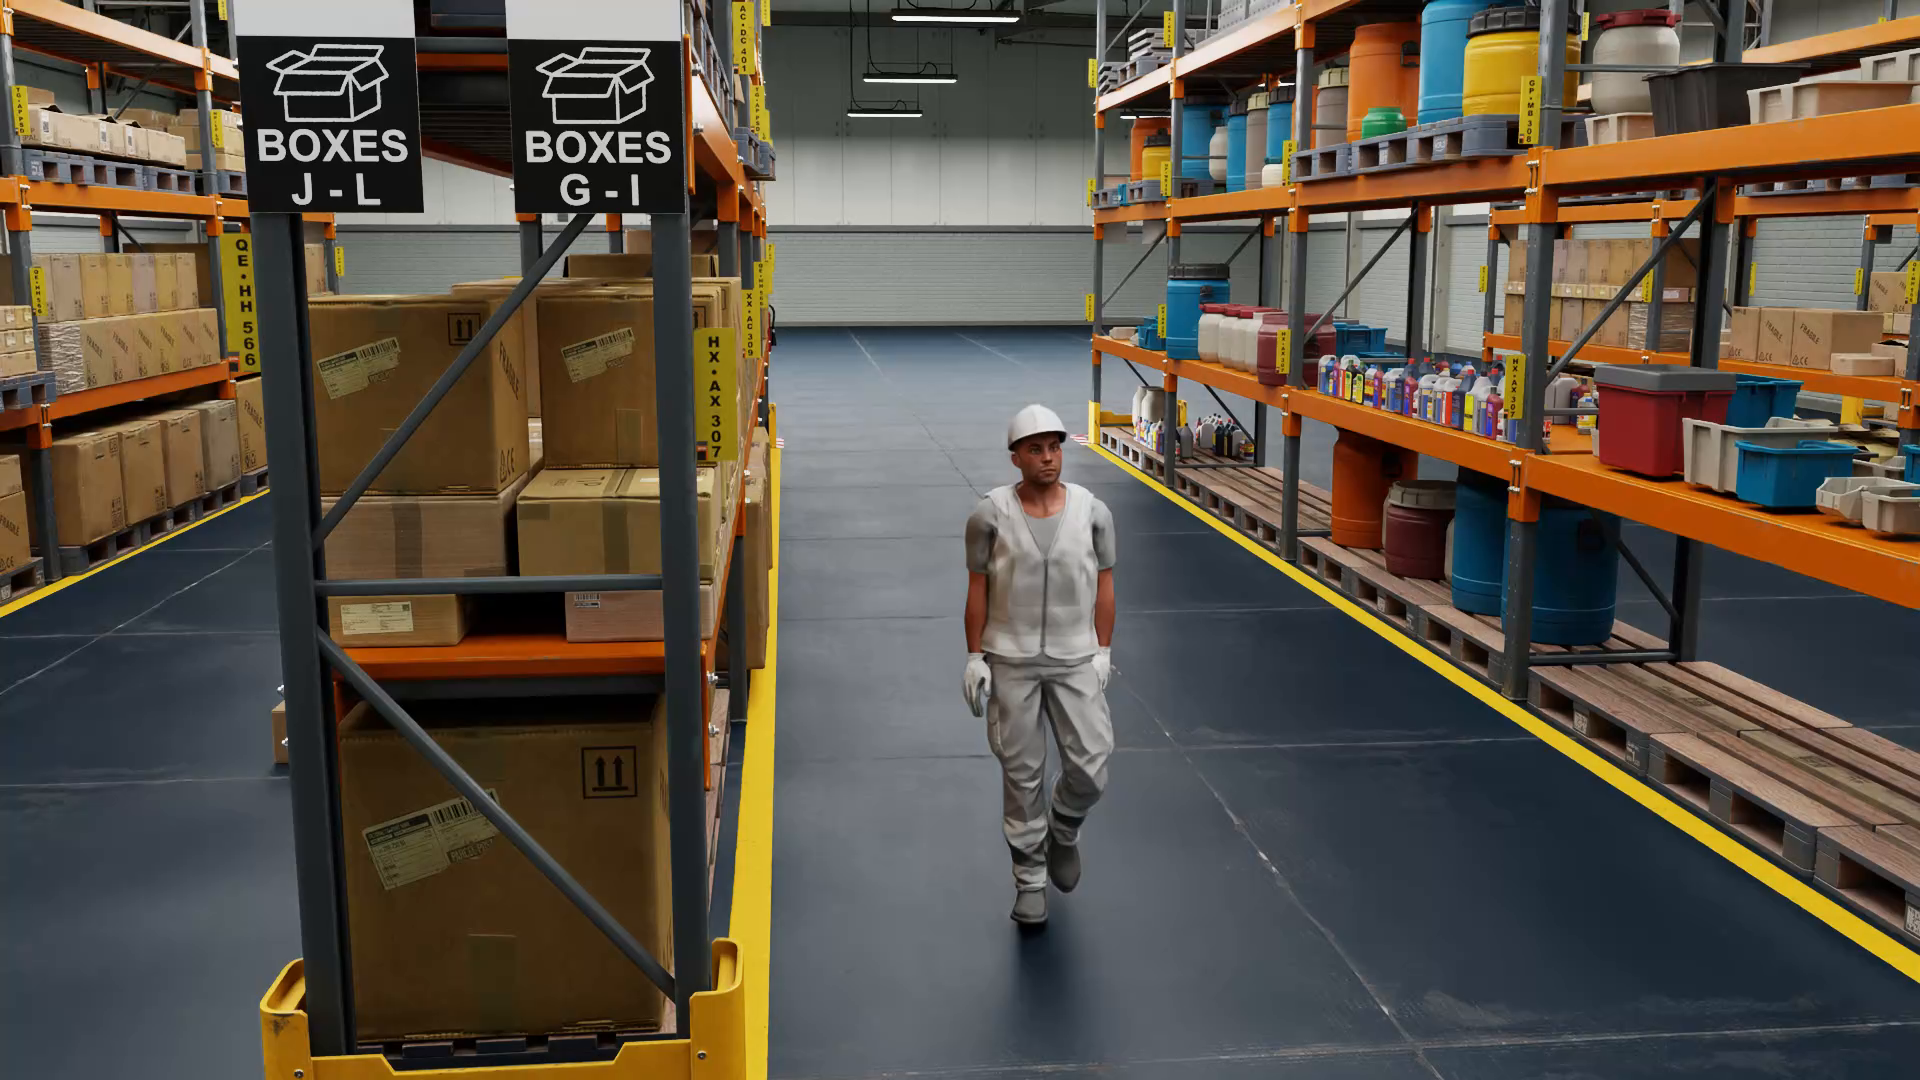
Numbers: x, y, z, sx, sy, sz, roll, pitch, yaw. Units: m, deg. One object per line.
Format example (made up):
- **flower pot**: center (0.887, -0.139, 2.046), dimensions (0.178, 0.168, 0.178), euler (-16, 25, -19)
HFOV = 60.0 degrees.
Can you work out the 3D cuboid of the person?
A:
- **person**: center (0.276, 0.425, 5.739), dimensions (0.543, 1.782, 0.464), euler (0, 10, -3)
